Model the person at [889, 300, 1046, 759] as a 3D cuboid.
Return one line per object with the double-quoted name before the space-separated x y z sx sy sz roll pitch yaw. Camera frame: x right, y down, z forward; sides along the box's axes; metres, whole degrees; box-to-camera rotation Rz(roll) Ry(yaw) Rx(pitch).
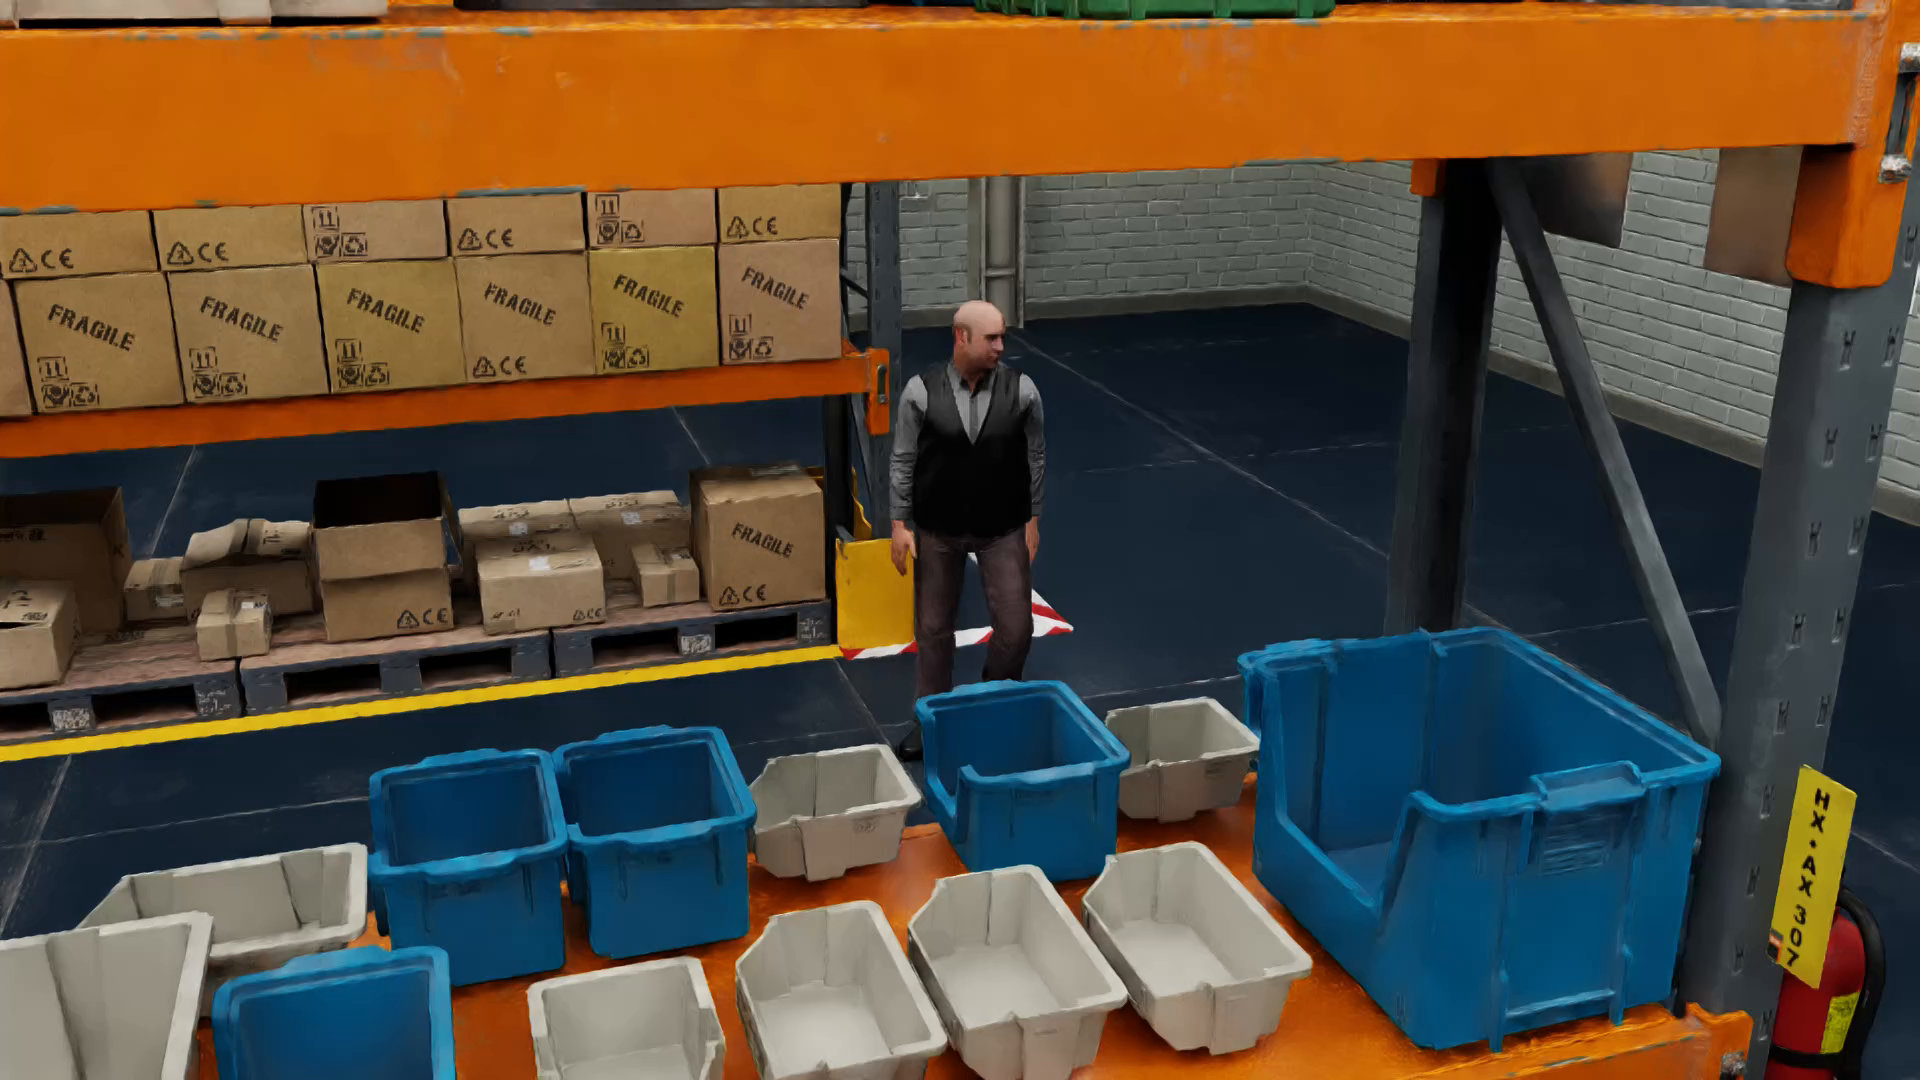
"person" 0.028 -0.032 6.171 0.575 1.732 0.411 1 19 2
